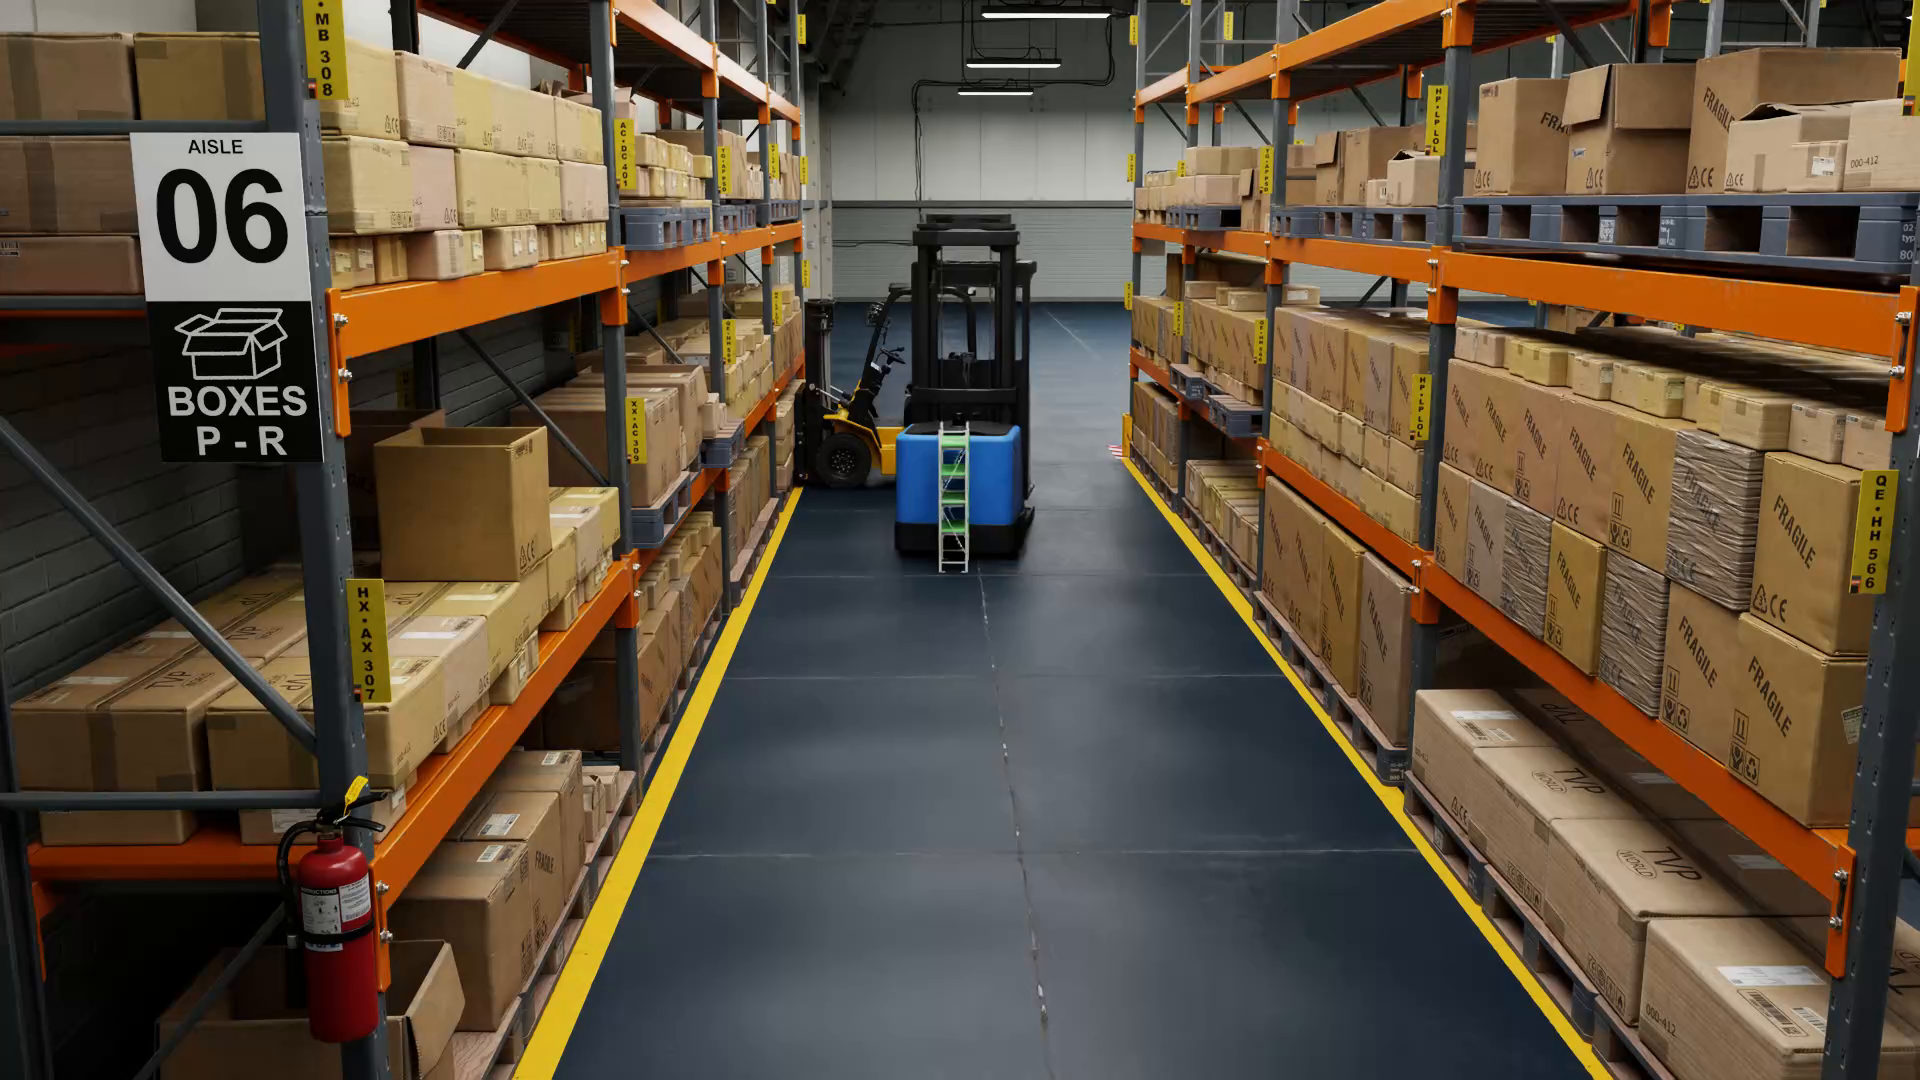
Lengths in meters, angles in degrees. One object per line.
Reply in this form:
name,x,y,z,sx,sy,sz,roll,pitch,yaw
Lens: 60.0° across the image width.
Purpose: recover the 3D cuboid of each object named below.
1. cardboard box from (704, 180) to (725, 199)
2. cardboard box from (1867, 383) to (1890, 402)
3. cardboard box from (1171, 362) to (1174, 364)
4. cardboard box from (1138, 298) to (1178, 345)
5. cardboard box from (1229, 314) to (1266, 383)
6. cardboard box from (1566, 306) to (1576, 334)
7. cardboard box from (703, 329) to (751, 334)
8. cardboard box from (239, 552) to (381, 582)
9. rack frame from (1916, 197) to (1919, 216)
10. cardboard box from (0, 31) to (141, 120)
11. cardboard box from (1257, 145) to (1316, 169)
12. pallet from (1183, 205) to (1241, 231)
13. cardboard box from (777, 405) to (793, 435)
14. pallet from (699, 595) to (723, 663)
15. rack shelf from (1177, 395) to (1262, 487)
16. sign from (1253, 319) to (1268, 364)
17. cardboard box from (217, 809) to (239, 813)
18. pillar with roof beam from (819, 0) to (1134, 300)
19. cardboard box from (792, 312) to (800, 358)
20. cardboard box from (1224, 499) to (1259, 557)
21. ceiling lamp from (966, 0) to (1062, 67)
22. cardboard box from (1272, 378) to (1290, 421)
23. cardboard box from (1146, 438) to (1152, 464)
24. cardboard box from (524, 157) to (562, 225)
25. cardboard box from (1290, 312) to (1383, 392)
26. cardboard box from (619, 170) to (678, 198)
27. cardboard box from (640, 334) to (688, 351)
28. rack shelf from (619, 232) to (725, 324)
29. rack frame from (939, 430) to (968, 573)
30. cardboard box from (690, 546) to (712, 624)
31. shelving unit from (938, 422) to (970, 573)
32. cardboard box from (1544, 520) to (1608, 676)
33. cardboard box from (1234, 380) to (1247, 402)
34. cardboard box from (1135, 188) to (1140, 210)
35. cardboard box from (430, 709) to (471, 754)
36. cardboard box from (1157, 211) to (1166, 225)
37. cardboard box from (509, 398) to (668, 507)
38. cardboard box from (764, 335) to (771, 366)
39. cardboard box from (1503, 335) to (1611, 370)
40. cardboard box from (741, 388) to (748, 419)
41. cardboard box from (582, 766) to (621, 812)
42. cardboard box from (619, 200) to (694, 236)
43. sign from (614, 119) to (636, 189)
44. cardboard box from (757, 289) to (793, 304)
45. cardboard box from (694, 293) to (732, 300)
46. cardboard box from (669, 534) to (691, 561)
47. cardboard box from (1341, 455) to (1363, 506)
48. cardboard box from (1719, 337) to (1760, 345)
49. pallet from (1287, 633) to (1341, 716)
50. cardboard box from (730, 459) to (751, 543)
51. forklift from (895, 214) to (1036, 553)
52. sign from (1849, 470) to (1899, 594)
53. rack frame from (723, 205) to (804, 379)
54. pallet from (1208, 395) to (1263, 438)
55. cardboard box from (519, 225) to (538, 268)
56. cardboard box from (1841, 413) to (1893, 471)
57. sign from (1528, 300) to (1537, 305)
cardboard box,-1.925,-2.585,12.185,0.380,0.166,0.250,0,11,-1
cardboard box,3.185,-0.420,5.379,0.380,0.149,0.250,-1,11,-3
cardboard box,2.335,-1.710,16.766,0.380,0.149,0.250,0,11,0
cardboard box,2.322,-2.512,19.090,0.500,0.500,0.500,0,11,1
cardboard box,2.432,-1.518,13.133,0.500,0.500,0.500,0,11,-2
cardboard box,7.609,-2.447,19.390,0.875,0.550,0.550,0,11,-1
cardboard box,-2.019,-1.746,14.428,0.380,0.149,0.250,0,11,-1
cardboard box,-2.357,0.218,6.259,0.500,0.250,0.500,0,11,-1
rack frame,2.906,-2.276,3.833,1.000,3.000,0.127,0,11,-1
cardboard box,-2.345,-1.189,4.393,0.500,0.250,0.500,-1,11,-3
cardboard box,2.841,-3.251,14.248,0.500,0.250,0.500,0,11,0
pallet,2.589,-2.770,14.285,1.213,0.211,1.003,0,11,-1
cardboard box,-2.001,-1.247,17.197,0.500,0.250,0.500,0,11,-1
pallet,-2.244,0.611,11.709,1.003,0.211,1.213,0,11,-1
rack shelf,2.700,-0.971,14.300,1.077,0.370,4.000,0,11,-1
sign,2.198,-1.450,12.141,0.100,0.325,0.005,0,11,-1
cardboard box,-2.275,0.693,4.920,0.380,0.149,0.250,0,11,1
pillar with roof beam,0.410,-11.274,48.188,9.100,9.000,0.548,0,11,-1
cardboard box,-2.113,-2.344,19.008,0.500,0.500,0.500,0,11,1
cardboard box,2.716,-0.103,13.765,0.950,0.372,0.625,0,11,-2
ceiling lamp,1.123,-11.557,34.904,2.000,3.185,0.800,0,11,-1
cardboard box,2.504,-0.995,11.732,0.500,0.250,0.500,0,11,-2
cardboard box,2.343,-1.003,18.508,0.500,0.250,0.500,1,11,3
cardboard box,-1.858,-1.352,6.453,0.500,0.250,0.500,0,11,0
cardboard box,2.526,-1.267,11.185,0.500,0.500,0.500,0,11,-1
cardboard box,-1.771,-1.975,9.222,0.380,0.149,0.250,0,11,-2
cardboard box,-2.482,-1.640,13.908,0.380,0.149,0.250,0,11,0
rack shelf,-2.180,-1.624,9.978,1.077,0.370,4.000,0,11,-1
rack frame,-0.055,-0.316,13.791,0.240,1.200,0.015,0,12,1
cardboard box,-1.998,0.297,11.471,0.500,0.500,0.500,0,11,-2
shelving unit,-0.051,-0.366,14.030,0.258,1.200,0.503,0,12,1
cardboard box,2.592,0.216,6.389,0.500,0.500,0.500,0,11,1
cardboard box,2.371,-1.175,13.075,0.380,0.149,0.250,0,11,-2
cardboard box,2.320,-3.957,19.296,0.500,0.250,0.500,0,11,-2
cardboard box,-1.825,0.589,5.432,0.380,0.149,0.250,0,11,1
cardboard box,2.334,-3.487,17.979,0.380,0.149,0.250,-1,11,-3
cardboard box,-1.925,-0.461,8.672,0.700,0.500,0.500,0,11,0
cardboard box,-2.039,-1.775,15.573,0.500,0.250,0.500,0,11,-2
cardboard box,2.639,-0.822,7.360,0.380,0.149,0.250,0,11,-2
cardboard box,-2.010,-1.123,13.616,0.500,0.250,0.500,-1,11,-3
cardboard box,-1.834,1.191,7.947,0.380,0.149,0.250,-1,11,-3
cardboard box,-1.947,-2.001,10.400,0.500,0.250,0.500,0,11,-1
sign,-1.597,-1.837,7.914,0.100,0.325,0.005,0,11,-1
cardboard box,-2.042,-2.684,18.304,0.380,0.149,0.250,0,11,0
cardboard box,-2.607,-2.529,17.542,0.380,0.149,0.250,0,11,-2
cardboard box,-2.000,0.053,11.042,0.380,0.149,0.250,0,11,1
cardboard box,2.561,-0.347,9.792,0.500,0.250,0.500,-1,11,-3
cardboard box,7.358,-1.604,15.362,0.500,0.500,0.500,0,11,-1
pallet,2.704,0.840,10.579,1.003,0.211,1.213,0,11,-1
cardboard box,-2.256,-0.334,14.270,0.875,0.625,0.625,-1,11,-4
forklift,0.131,-1.567,15.601,1.130,2.935,3.031,1,12,7
sign,2.363,-0.019,4.294,0.100,0.325,0.005,0,11,-1
rack frame,-2.387,-2.495,20.003,1.000,3.000,0.127,0,11,-1
pallet,2.620,-0.973,12.984,1.213,0.211,1.003,0,11,-1
cardboard box,-1.775,-1.080,6.118,0.380,0.149,0.250,0,11,0
cardboard box,2.699,-0.263,4.604,0.380,0.149,0.250,0,11,0
sign,6.967,-3.018,20.207,0.100,0.325,0.005,0,11,-1
